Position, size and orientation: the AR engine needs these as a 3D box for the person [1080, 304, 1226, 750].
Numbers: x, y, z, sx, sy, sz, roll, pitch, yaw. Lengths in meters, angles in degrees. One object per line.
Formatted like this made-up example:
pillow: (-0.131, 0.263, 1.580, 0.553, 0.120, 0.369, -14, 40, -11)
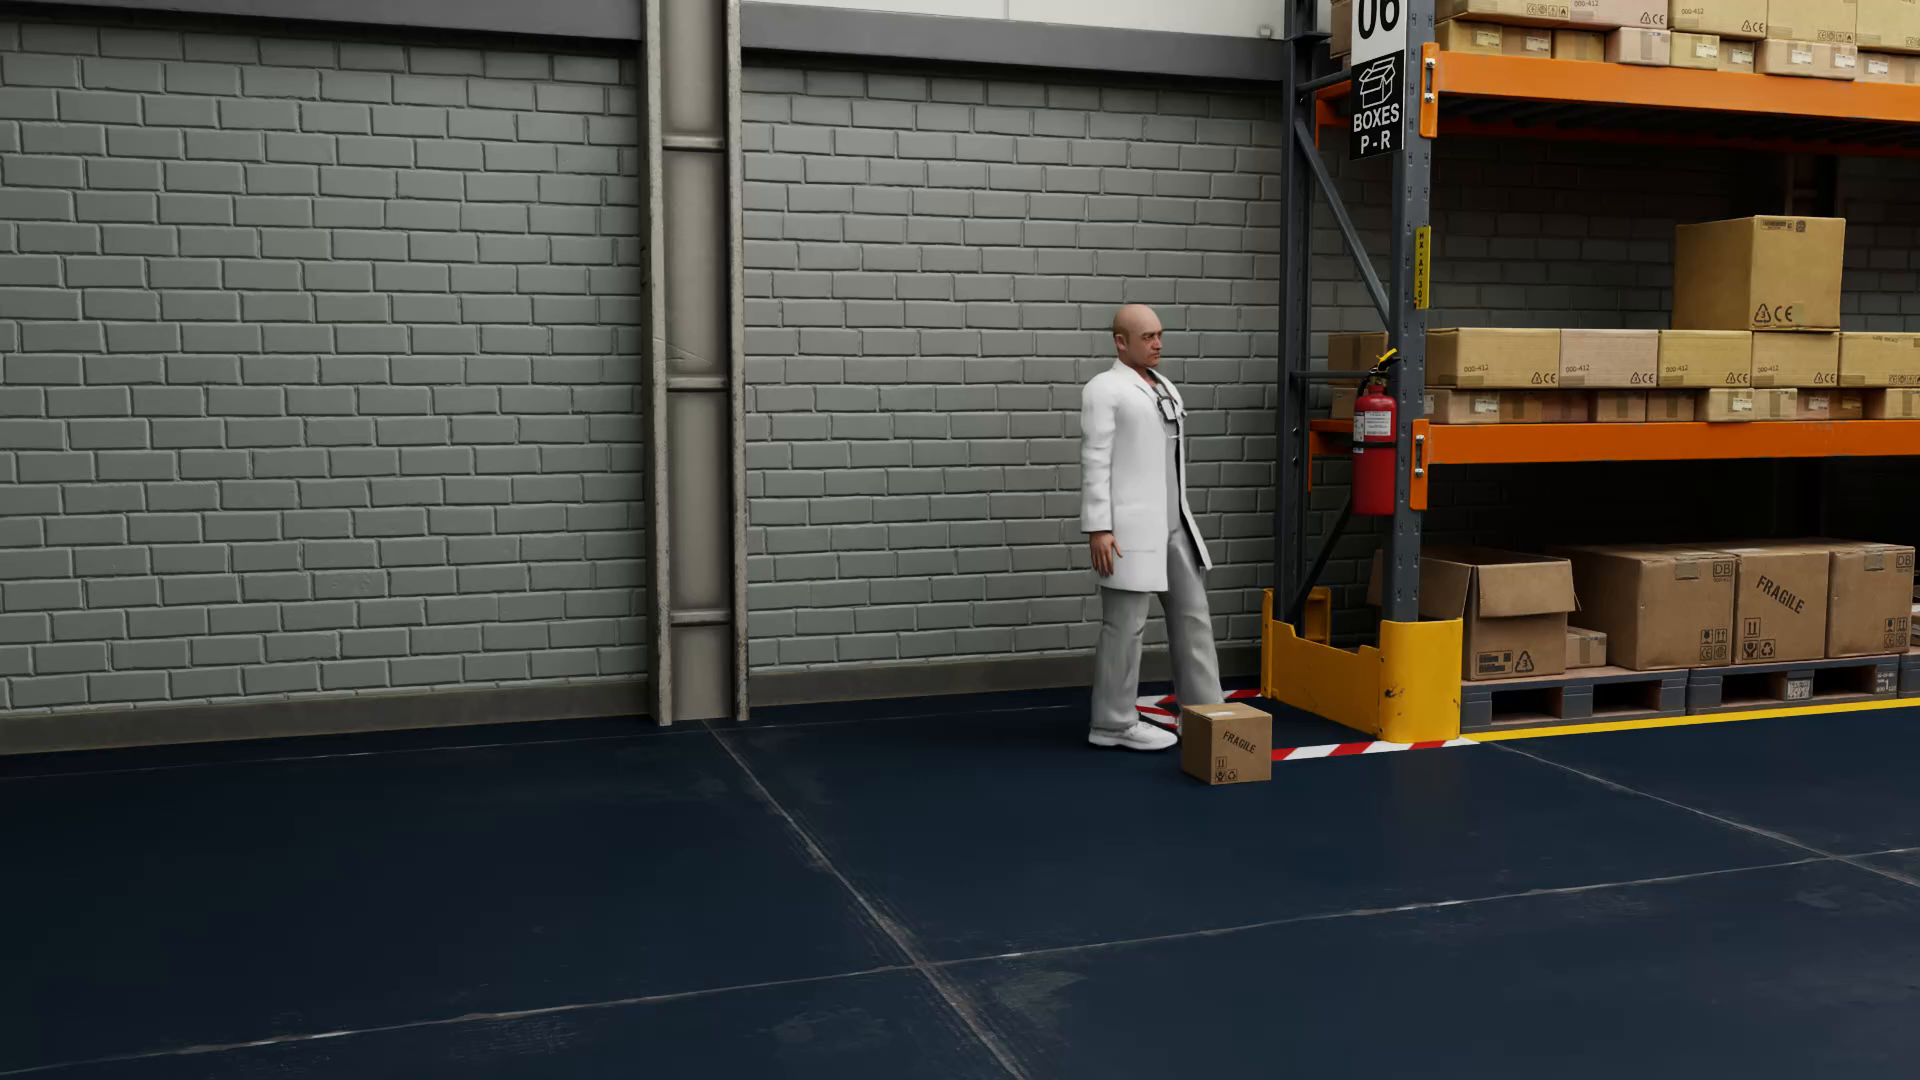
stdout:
person: (0.823, -0.041, 6.593, 0.629, 1.775, 0.611, 5, 7, 39)
